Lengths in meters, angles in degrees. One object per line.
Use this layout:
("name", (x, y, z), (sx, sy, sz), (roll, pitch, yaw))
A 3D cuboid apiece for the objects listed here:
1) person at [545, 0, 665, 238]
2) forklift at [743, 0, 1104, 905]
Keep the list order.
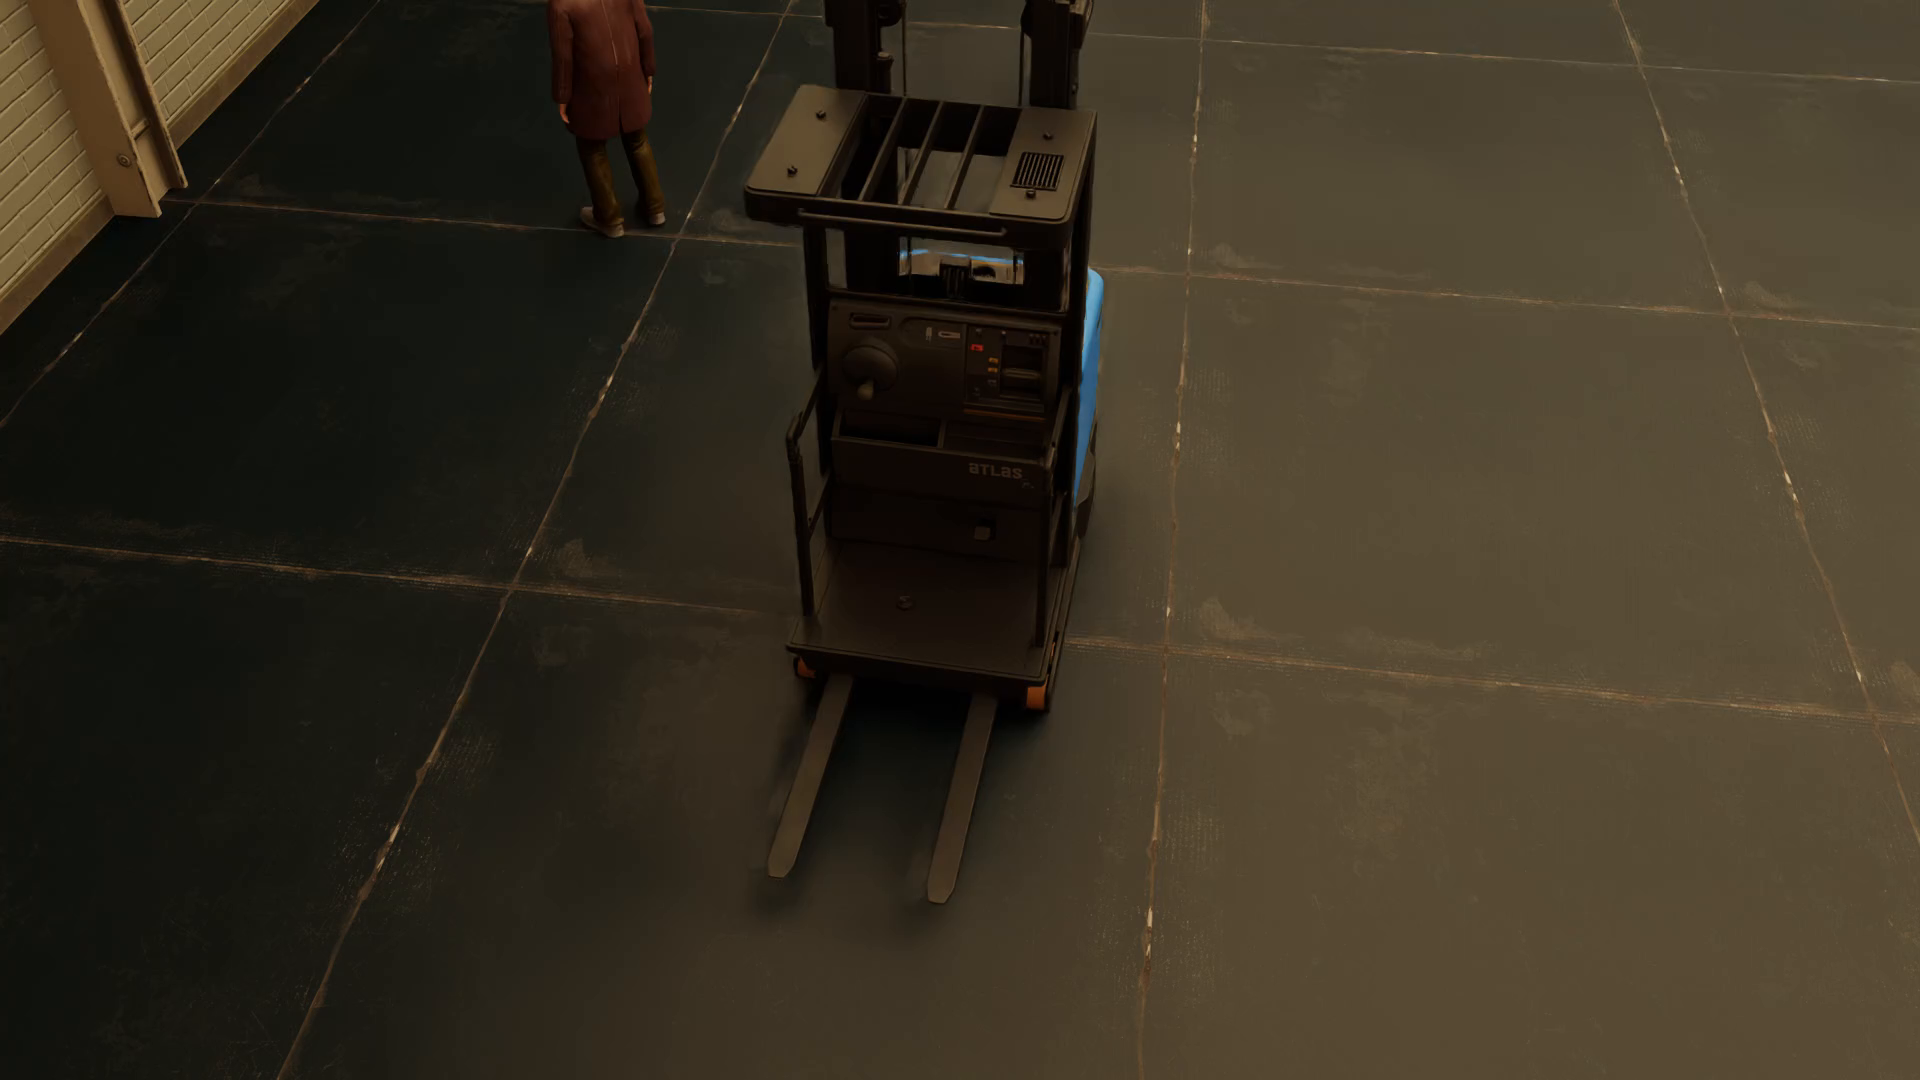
("person", (-2.003, -2.557, 9.366), (0.644, 1.774, 0.437), (-26, 48, -25))
("forklift", (-0.105, -0.626, 6.405), (1.130, 2.935, 3.031), (7, 43, 8))
